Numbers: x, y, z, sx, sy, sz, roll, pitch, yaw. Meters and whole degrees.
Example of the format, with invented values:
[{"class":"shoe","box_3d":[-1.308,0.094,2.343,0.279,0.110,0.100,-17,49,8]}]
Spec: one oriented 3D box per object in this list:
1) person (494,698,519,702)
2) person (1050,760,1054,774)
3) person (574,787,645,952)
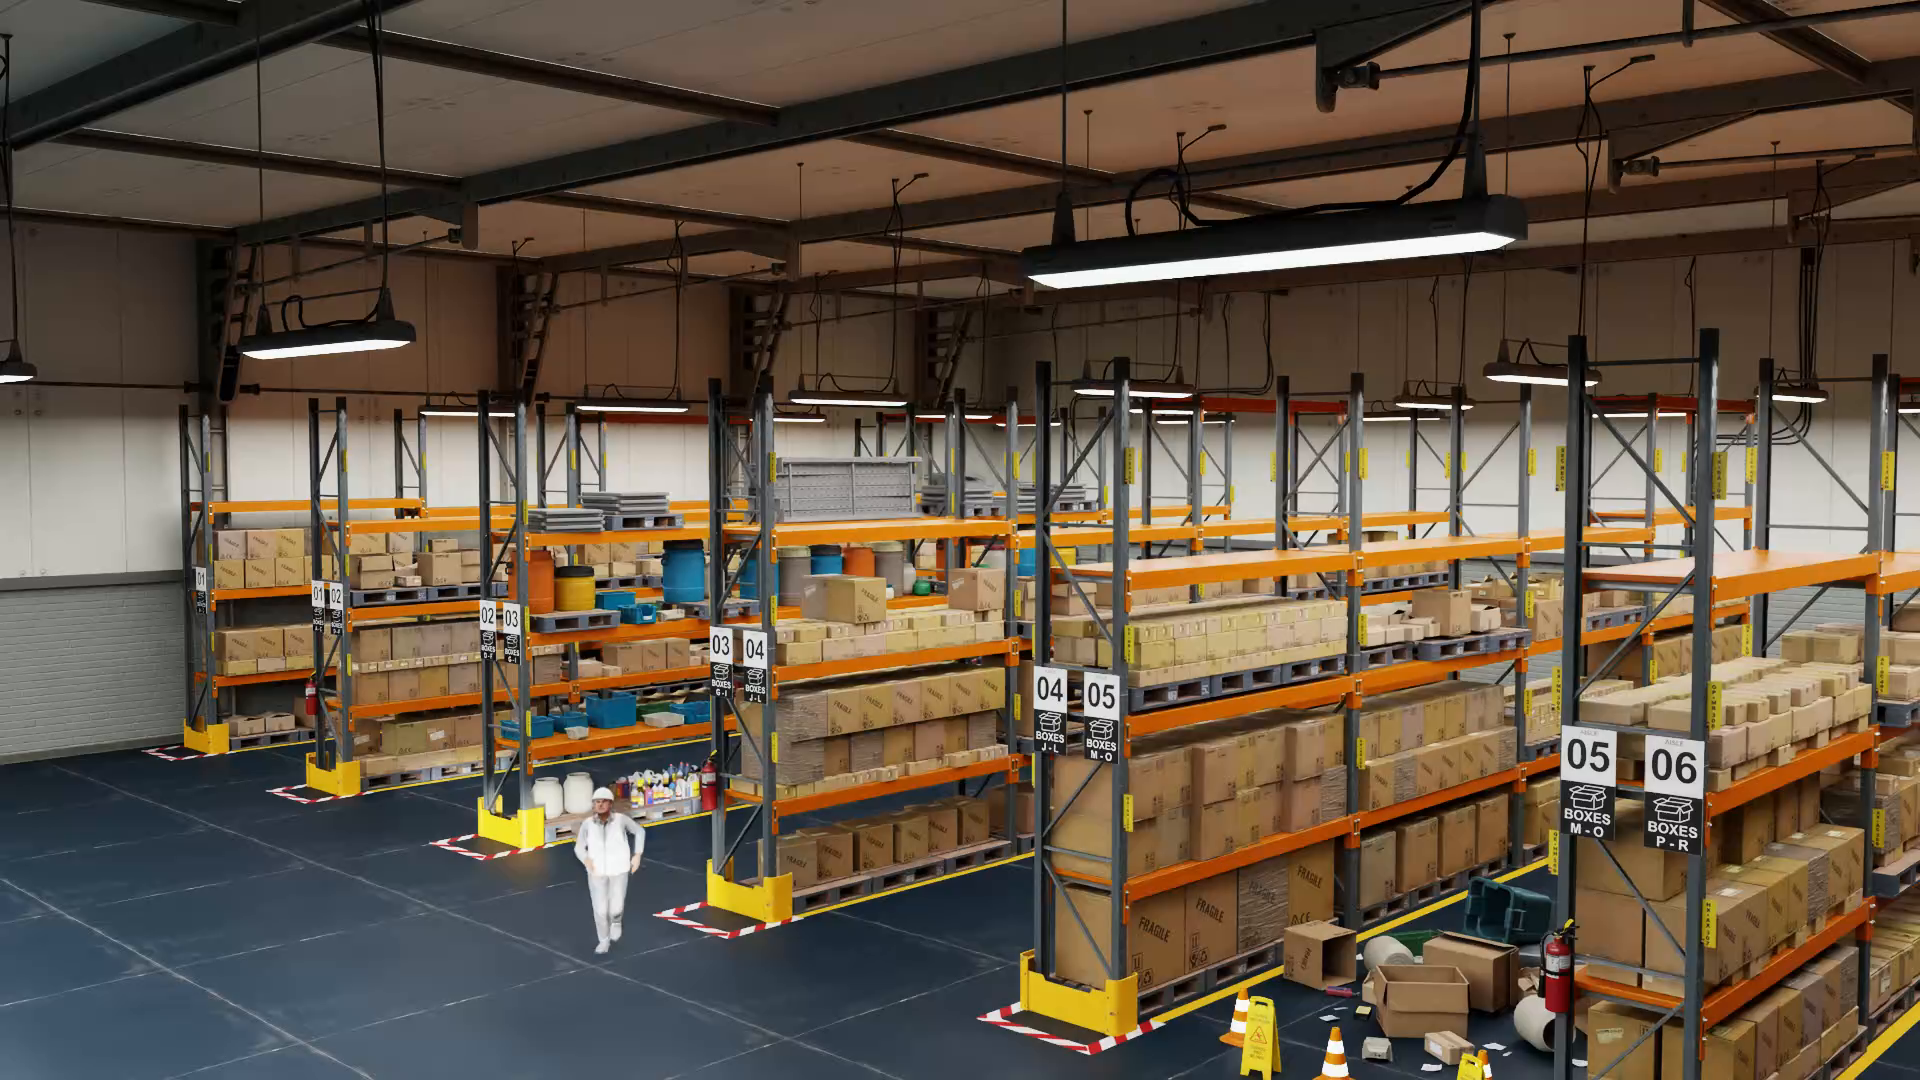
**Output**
[{"class":"person","box_3d":[-8.175,2.744,30.074,0.537,1.746,0.827,1,3,26]},{"class":"person","box_3d":[1.639,2.892,26.934,0.676,1.724,0.646,2,4,32]},{"class":"person","box_3d":[-3.602,3.399,17.048,0.693,1.728,0.670,0,3,-4]}]
